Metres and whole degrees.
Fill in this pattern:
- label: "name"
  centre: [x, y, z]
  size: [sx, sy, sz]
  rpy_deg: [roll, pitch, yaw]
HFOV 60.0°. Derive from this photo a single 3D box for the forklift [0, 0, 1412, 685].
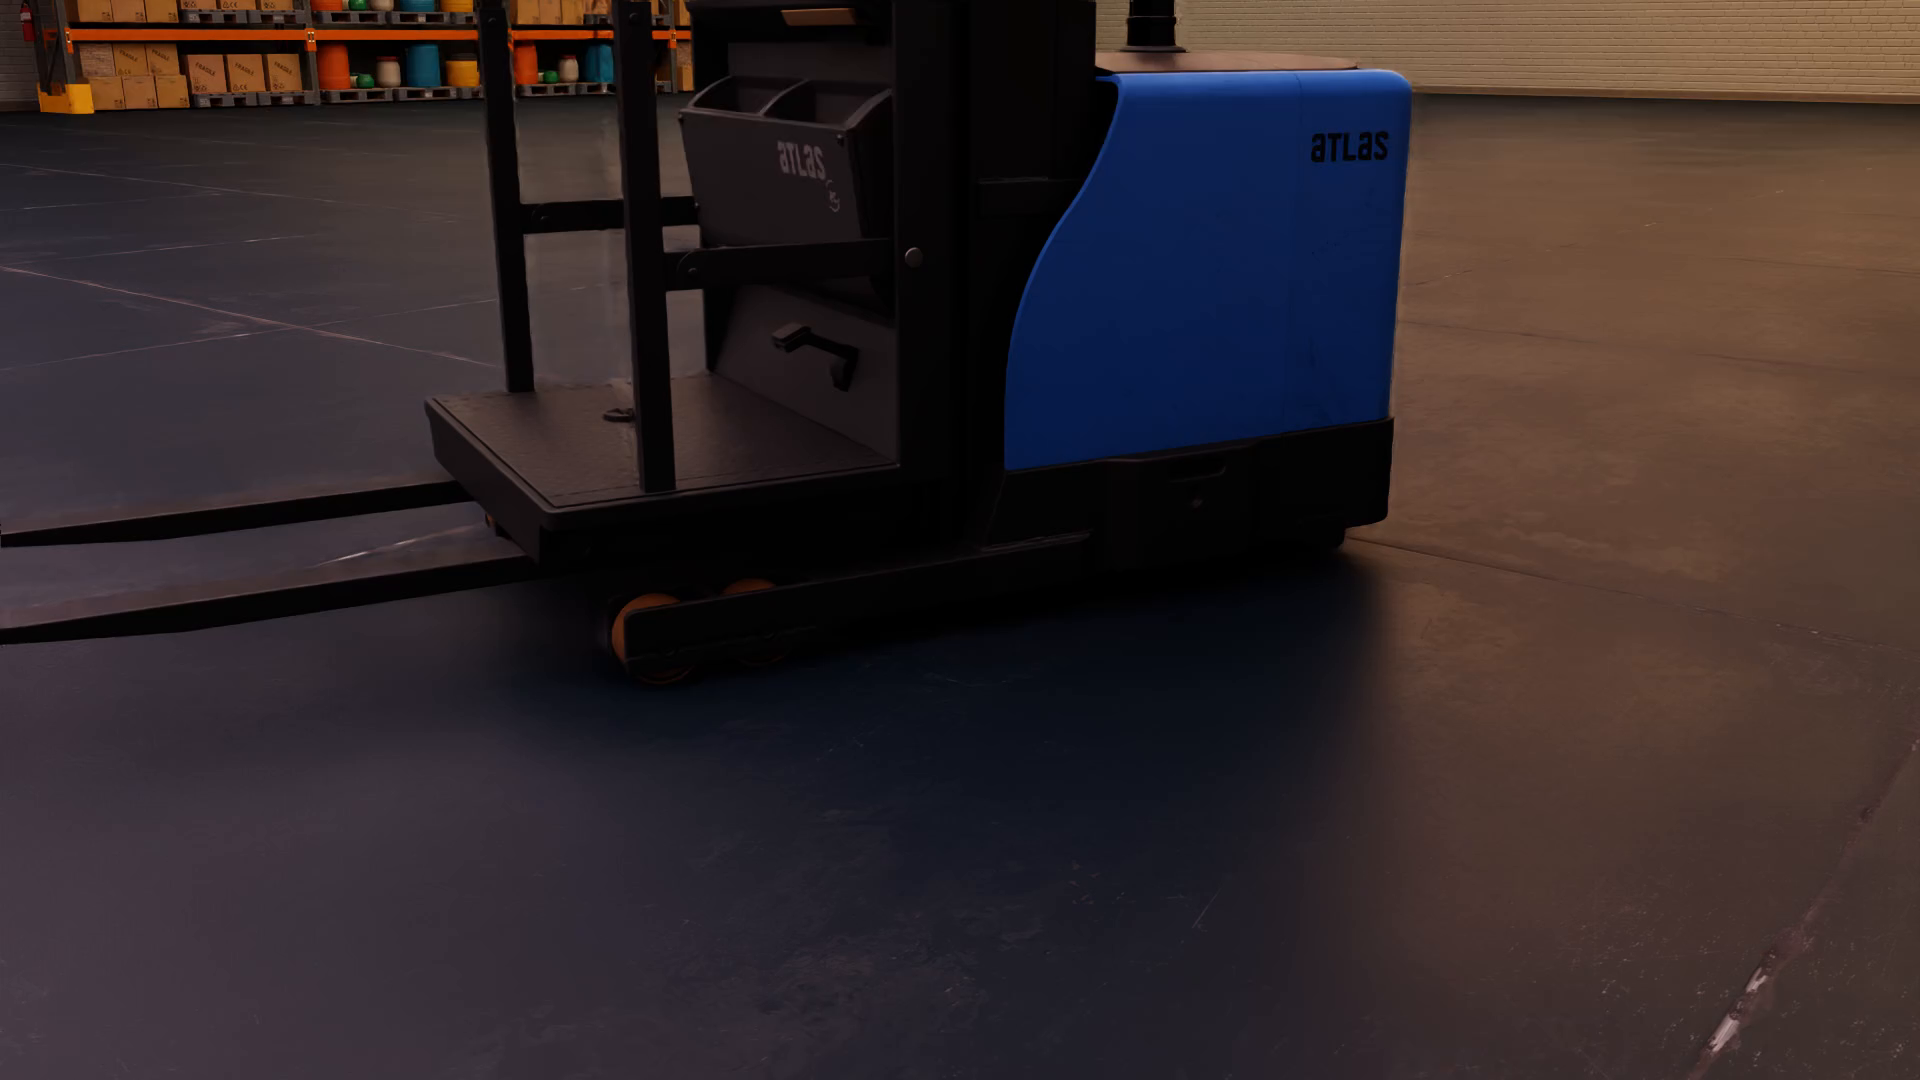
- label: "forklift"
  centre: [-0.546, -1.311, 3.214]
  size: [3.031, 2.935, 1.130]
  rpy_deg: [-9, 19, -27]
